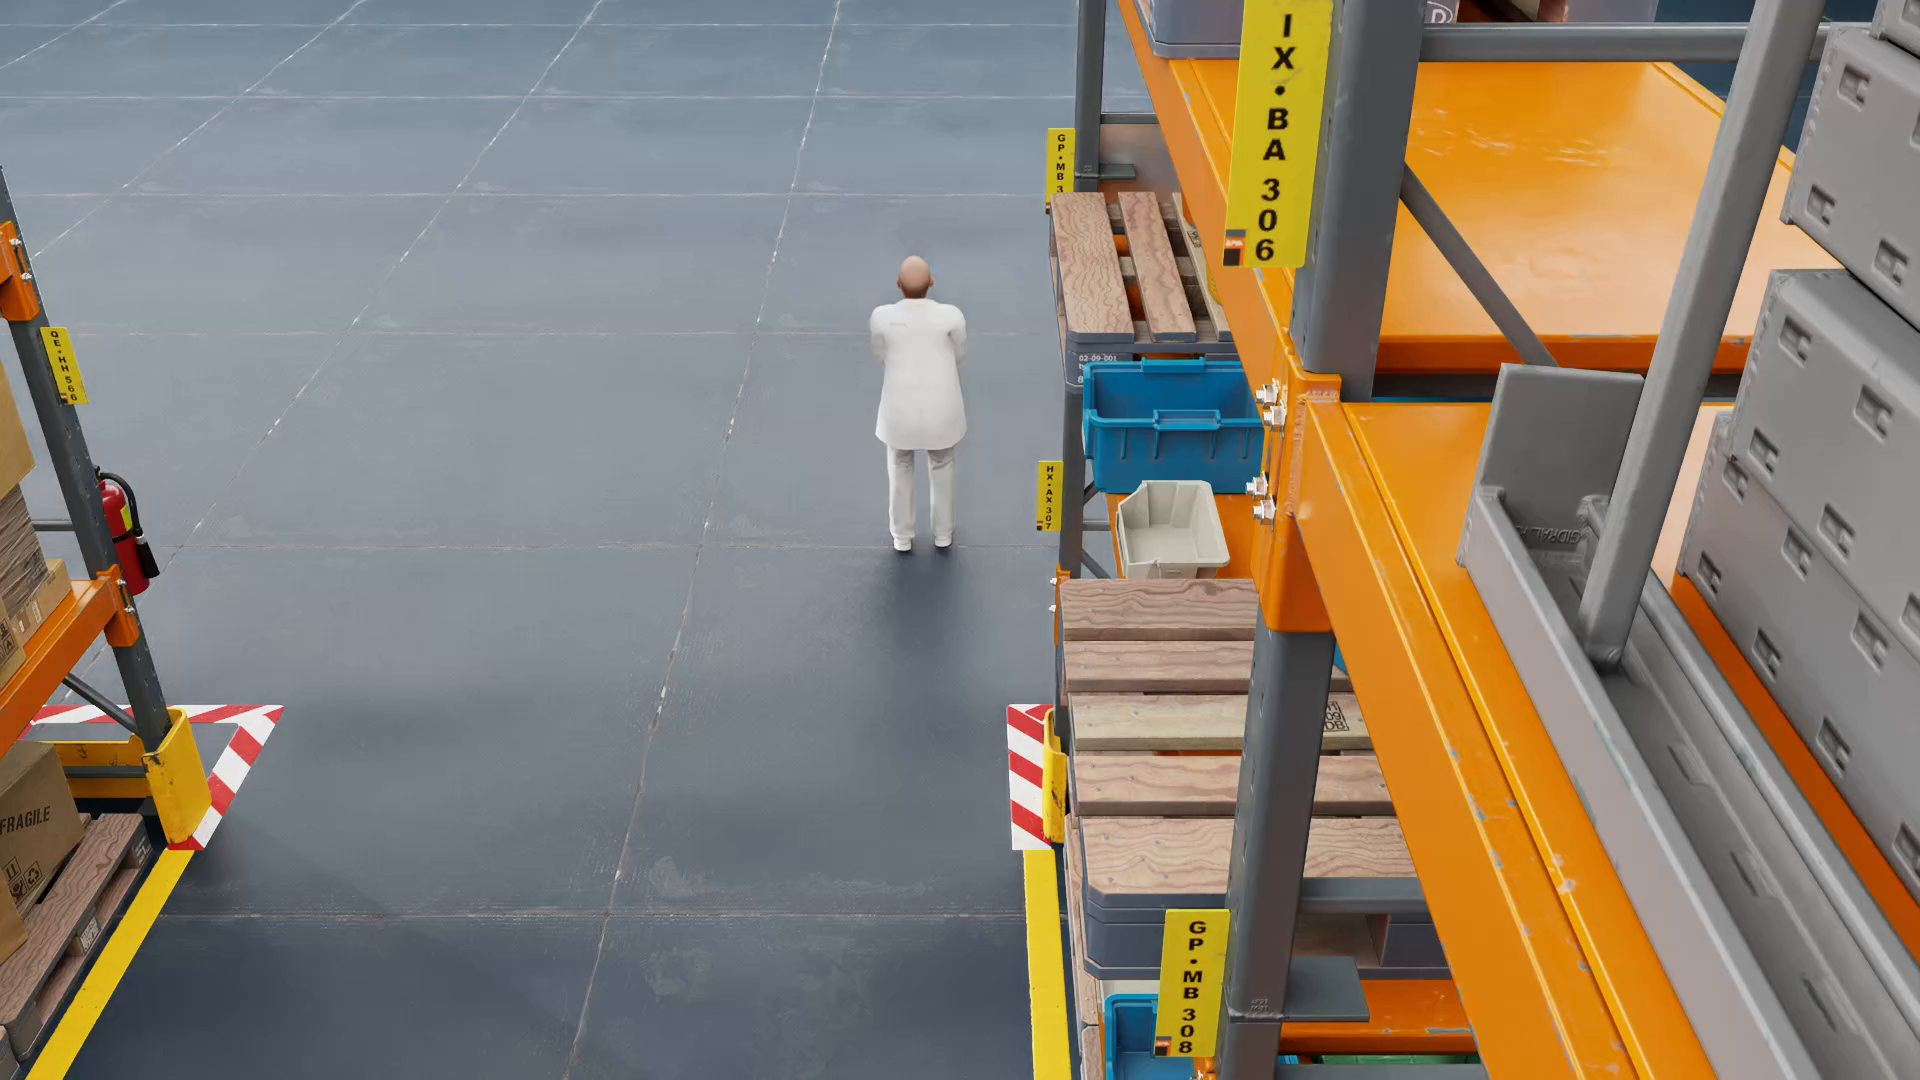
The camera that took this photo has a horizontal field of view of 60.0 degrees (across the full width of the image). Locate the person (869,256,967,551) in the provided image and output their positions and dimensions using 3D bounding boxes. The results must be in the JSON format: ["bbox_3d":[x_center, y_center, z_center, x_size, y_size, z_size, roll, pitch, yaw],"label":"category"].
[{"bbox_3d":[-0.224,-0.806,9.295,0.527,1.771,0.553,0,31,0],"label":"person"}]
